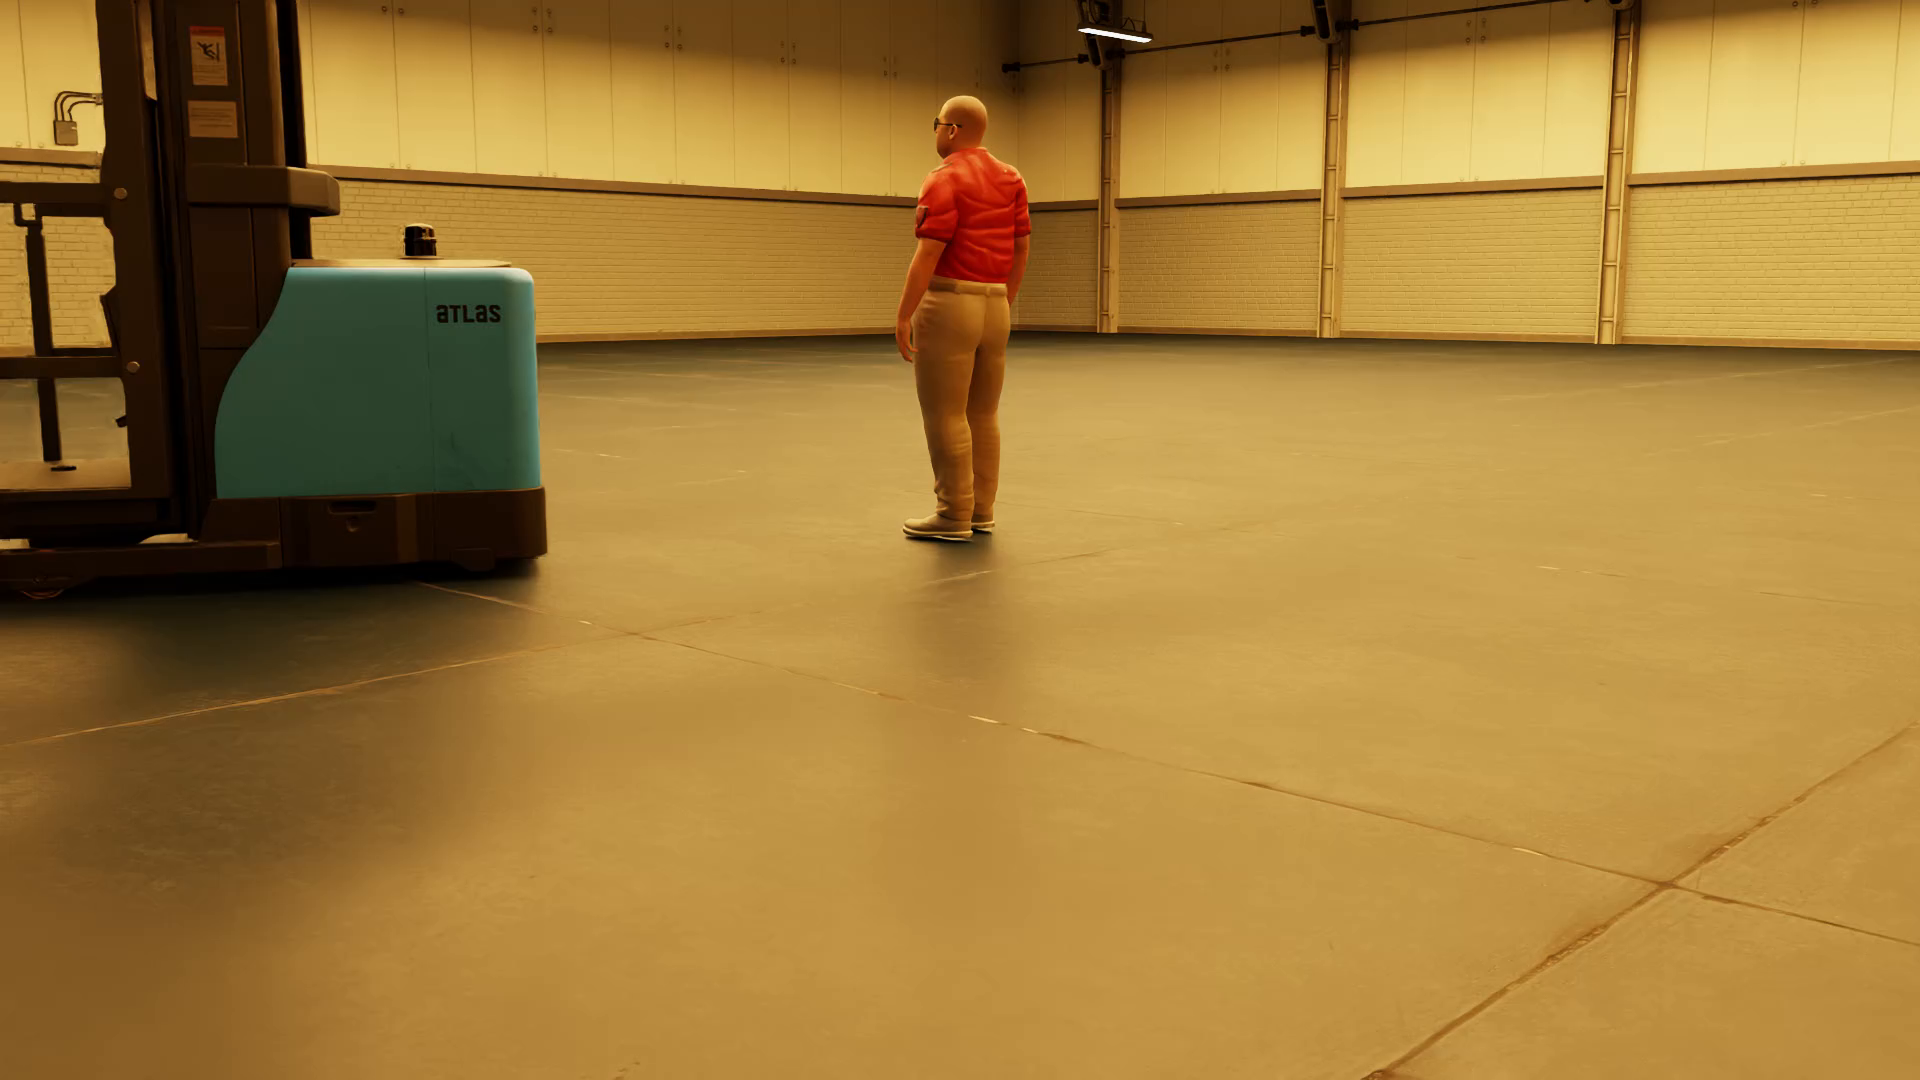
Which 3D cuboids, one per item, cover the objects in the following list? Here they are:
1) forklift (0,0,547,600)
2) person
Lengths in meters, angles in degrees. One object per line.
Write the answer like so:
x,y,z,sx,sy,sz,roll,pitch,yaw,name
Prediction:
-3.047,-1.334,5.733,3.031,2.935,1.130,-2,9,-15,forklift
-0.057,-0.873,6.657,0.550,1.727,0.641,8,12,43,person
